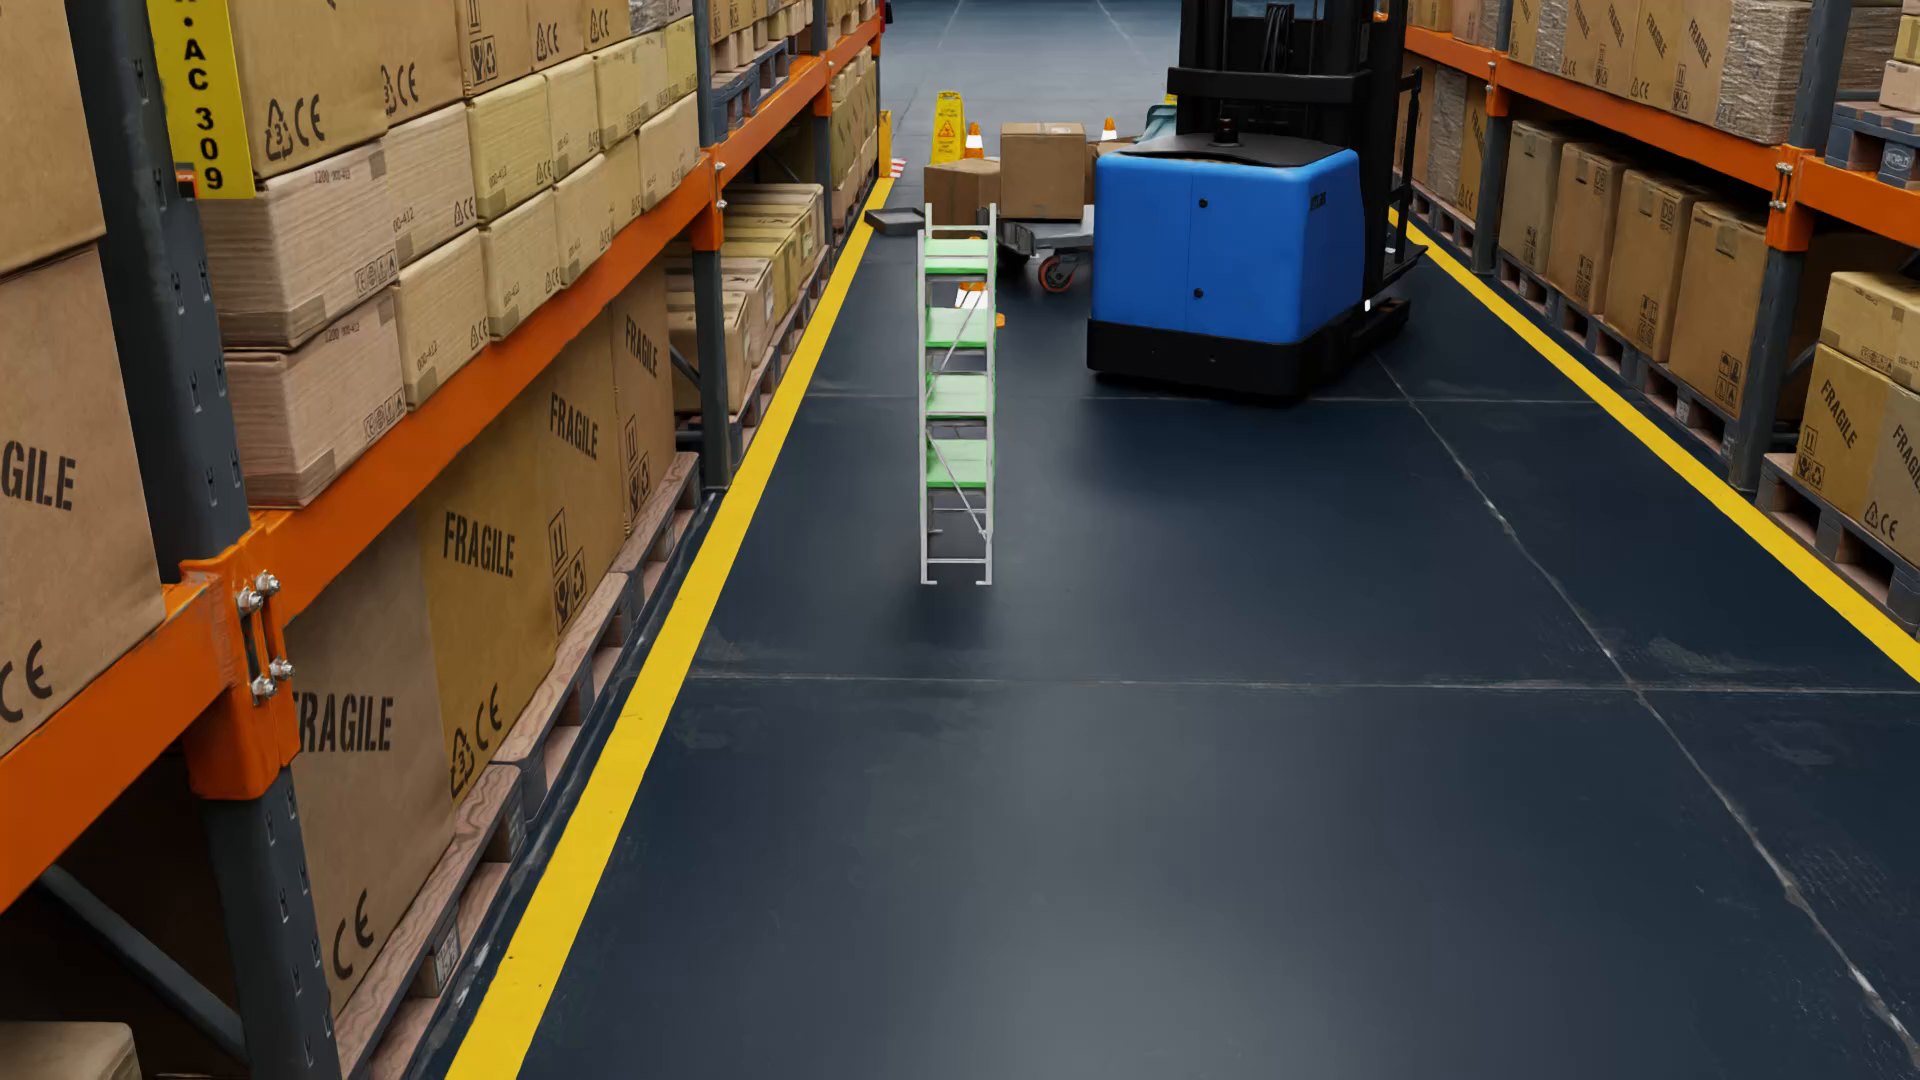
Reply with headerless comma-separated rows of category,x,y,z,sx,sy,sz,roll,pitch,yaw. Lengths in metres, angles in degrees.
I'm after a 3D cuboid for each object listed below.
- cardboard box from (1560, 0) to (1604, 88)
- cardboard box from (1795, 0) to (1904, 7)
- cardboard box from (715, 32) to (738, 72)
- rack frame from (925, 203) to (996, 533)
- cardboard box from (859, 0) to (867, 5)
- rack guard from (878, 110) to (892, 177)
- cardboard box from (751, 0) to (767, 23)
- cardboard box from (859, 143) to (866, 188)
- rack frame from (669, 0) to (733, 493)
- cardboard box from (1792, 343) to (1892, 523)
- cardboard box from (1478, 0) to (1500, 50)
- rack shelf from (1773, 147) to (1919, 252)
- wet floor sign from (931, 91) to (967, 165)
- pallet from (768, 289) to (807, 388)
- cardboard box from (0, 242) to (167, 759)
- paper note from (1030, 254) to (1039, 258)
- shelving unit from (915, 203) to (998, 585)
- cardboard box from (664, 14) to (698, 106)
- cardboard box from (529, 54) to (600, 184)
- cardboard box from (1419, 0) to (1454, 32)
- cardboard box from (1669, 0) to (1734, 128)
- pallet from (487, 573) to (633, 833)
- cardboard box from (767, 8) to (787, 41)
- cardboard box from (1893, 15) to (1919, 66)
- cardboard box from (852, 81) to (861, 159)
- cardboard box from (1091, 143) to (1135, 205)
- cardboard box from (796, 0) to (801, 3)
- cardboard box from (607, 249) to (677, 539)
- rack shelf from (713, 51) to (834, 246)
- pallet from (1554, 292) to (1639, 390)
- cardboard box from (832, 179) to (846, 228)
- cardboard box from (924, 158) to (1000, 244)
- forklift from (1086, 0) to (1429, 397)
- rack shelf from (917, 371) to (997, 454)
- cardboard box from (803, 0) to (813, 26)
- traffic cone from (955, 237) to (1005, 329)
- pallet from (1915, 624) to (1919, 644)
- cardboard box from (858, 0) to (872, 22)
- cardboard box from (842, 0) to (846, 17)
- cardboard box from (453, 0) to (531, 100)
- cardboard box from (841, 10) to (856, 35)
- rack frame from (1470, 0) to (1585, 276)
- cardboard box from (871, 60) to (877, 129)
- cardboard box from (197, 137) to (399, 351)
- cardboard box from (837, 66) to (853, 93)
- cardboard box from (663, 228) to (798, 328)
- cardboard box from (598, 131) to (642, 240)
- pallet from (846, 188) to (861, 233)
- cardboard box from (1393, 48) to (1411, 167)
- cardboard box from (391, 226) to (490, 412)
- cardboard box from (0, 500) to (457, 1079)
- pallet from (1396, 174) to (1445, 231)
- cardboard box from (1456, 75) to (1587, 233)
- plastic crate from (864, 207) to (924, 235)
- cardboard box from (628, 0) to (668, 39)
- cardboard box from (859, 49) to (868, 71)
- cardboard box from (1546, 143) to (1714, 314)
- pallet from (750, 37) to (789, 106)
cardboard box,3.348,-2.536,8.281,0.500,0.500,0.500,1,21,1
cardboard box,3.567,-2.269,6.209,0.700,0.500,0.500,1,21,1
cardboard box,-1.115,-2.006,6.820,0.380,0.149,0.250,-1,21,-2
rack frame,0.002,-0.588,5.885,0.240,1.200,0.015,1,21,2
cardboard box,-0.943,-4.129,11.973,0.500,0.500,0.500,1,21,1
rack guard,-1.166,-3.312,13.873,1.175,0.500,0.348,1,21,2
cardboard box,-1.144,-2.534,7.282,0.500,0.500,0.500,1,21,3
cardboard box,-0.953,-2.747,12.182,0.500,0.250,0.500,0,21,0
rack frame,-1.407,-1.612,6.037,1.000,3.000,0.127,1,21,2
cardboard box,3.267,-0.371,5.715,0.500,0.500,0.500,0,21,-1
cardboard box,3.665,-3.244,10.035,0.875,0.550,0.550,1,21,2
rack shelf,3.483,-0.535,4.257,1.077,0.370,4.000,1,21,2
wet floor sign,-0.088,-3.464,14.064,0.267,0.644,0.232,8,23,20
pallet,-1.342,-1.034,8.403,1.003,0.211,1.213,1,21,2
cardboard box,-1.287,-0.042,1.852,0.500,0.500,0.500,1,21,2
paper note,0.436,-1.847,10.746,0.148,0.019,0.142,1,21,2
shelving unit,-0.005,-0.500,5.658,0.258,1.200,0.503,1,21,2
cardboard box,-1.168,-1.597,5.515,0.500,0.250,0.500,1,21,1
cardboard box,-1.190,-1.039,4.075,0.500,0.250,0.500,0,21,0
cardboard box,3.709,-3.829,11.544,0.875,0.550,0.500,1,21,2
cardboard box,3.306,-1.987,6.864,0.500,0.500,0.500,1,21,2
pallet,-1.546,0.412,4.674,1.003,0.211,1.213,1,21,2
cardboard box,-1.071,-2.579,8.296,0.380,0.149,0.250,1,21,2
cardboard box,3.328,-1.639,5.461,0.380,0.149,0.250,2,21,4
cardboard box,-0.976,-2.913,11.574,0.500,0.500,0.500,2,21,4
cardboard box,1.293,-2.403,11.338,0.797,0.637,0.503,1,21,2
cardboard box,-1.084,-3.090,8.717,0.500,0.500,0.500,1,21,2
cardboard box,-1.511,-0.568,5.704,0.875,0.875,0.875,0,21,1
rack shelf,-1.346,-2.000,8.030,1.077,0.370,4.000,1,21,2
pallet,3.683,-1.018,8.361,1.003,0.211,1.213,1,21,2
cardboard box,-0.998,-2.182,10.727,0.500,0.250,0.500,0,21,-1
cardboard box,0.107,-2.266,11.176,0.500,0.500,0.500,18,27,38
forklift,1.768,-2.504,8.432,1.130,2.935,3.031,11,24,27
rack shelf,-0.005,-0.440,5.681,0.258,0.148,0.480,1,21,2
cardboard box,-1.025,-2.948,9.246,0.380,0.149,0.250,1,21,2
traffic cone,0.076,-1.412,9.028,0.336,0.463,0.334,1,21,2
pallet,3.479,0.429,4.633,1.003,0.211,1.213,1,21,2
cardboard box,-0.865,-3.971,12.464,0.380,0.149,0.250,1,21,3
cardboard box,-1.001,-3.581,10.563,0.500,0.500,0.500,1,21,1
cardboard box,-1.222,-1.200,3.454,0.500,0.500,0.500,0,21,0
cardboard box,-0.907,-3.514,11.286,0.380,0.149,0.250,1,21,2
rack frame,3.665,-3.040,9.718,1.000,3.000,0.127,1,21,2
cardboard box,-0.927,-3.475,13.023,0.500,0.500,0.500,1,21,2
cardboard box,-1.233,-0.485,2.648,0.500,0.250,0.500,0,21,0
cardboard box,-0.920,-3.065,11.068,0.380,0.149,0.250,1,21,4
cardboard box,-1.337,-1.328,8.356,0.950,0.372,0.625,1,21,3
cardboard box,-1.194,-0.989,4.640,0.500,0.250,0.500,0,21,1
pallet,-1.266,-2.444,12.035,1.003,0.211,1.213,1,21,2
cardboard box,3.833,-3.446,13.120,0.875,0.875,0.875,1,21,2
cardboard box,-1.237,-0.439,3.221,0.500,0.250,0.500,0,21,0
cardboard box,-1.590,0.404,3.197,0.875,0.875,0.875,1,21,3
pallet,3.801,-2.457,12.068,1.003,0.211,1.213,1,21,2
cardboard box,3.755,-2.472,10.610,0.875,0.875,0.875,1,21,2
plastic crate,-0.418,-2.256,11.732,0.402,0.080,0.583,-7,22,-17
cardboard box,-1.169,-1.749,4.870,0.500,0.500,0.500,1,21,3
cardboard box,-0.882,-3.553,12.328,0.380,0.149,0.250,1,21,3
cardboard box,3.703,-1.613,8.569,1.050,0.750,0.750,1,21,2
pallet,-1.388,-2.239,7.917,1.003,0.211,1.213,1,21,2
